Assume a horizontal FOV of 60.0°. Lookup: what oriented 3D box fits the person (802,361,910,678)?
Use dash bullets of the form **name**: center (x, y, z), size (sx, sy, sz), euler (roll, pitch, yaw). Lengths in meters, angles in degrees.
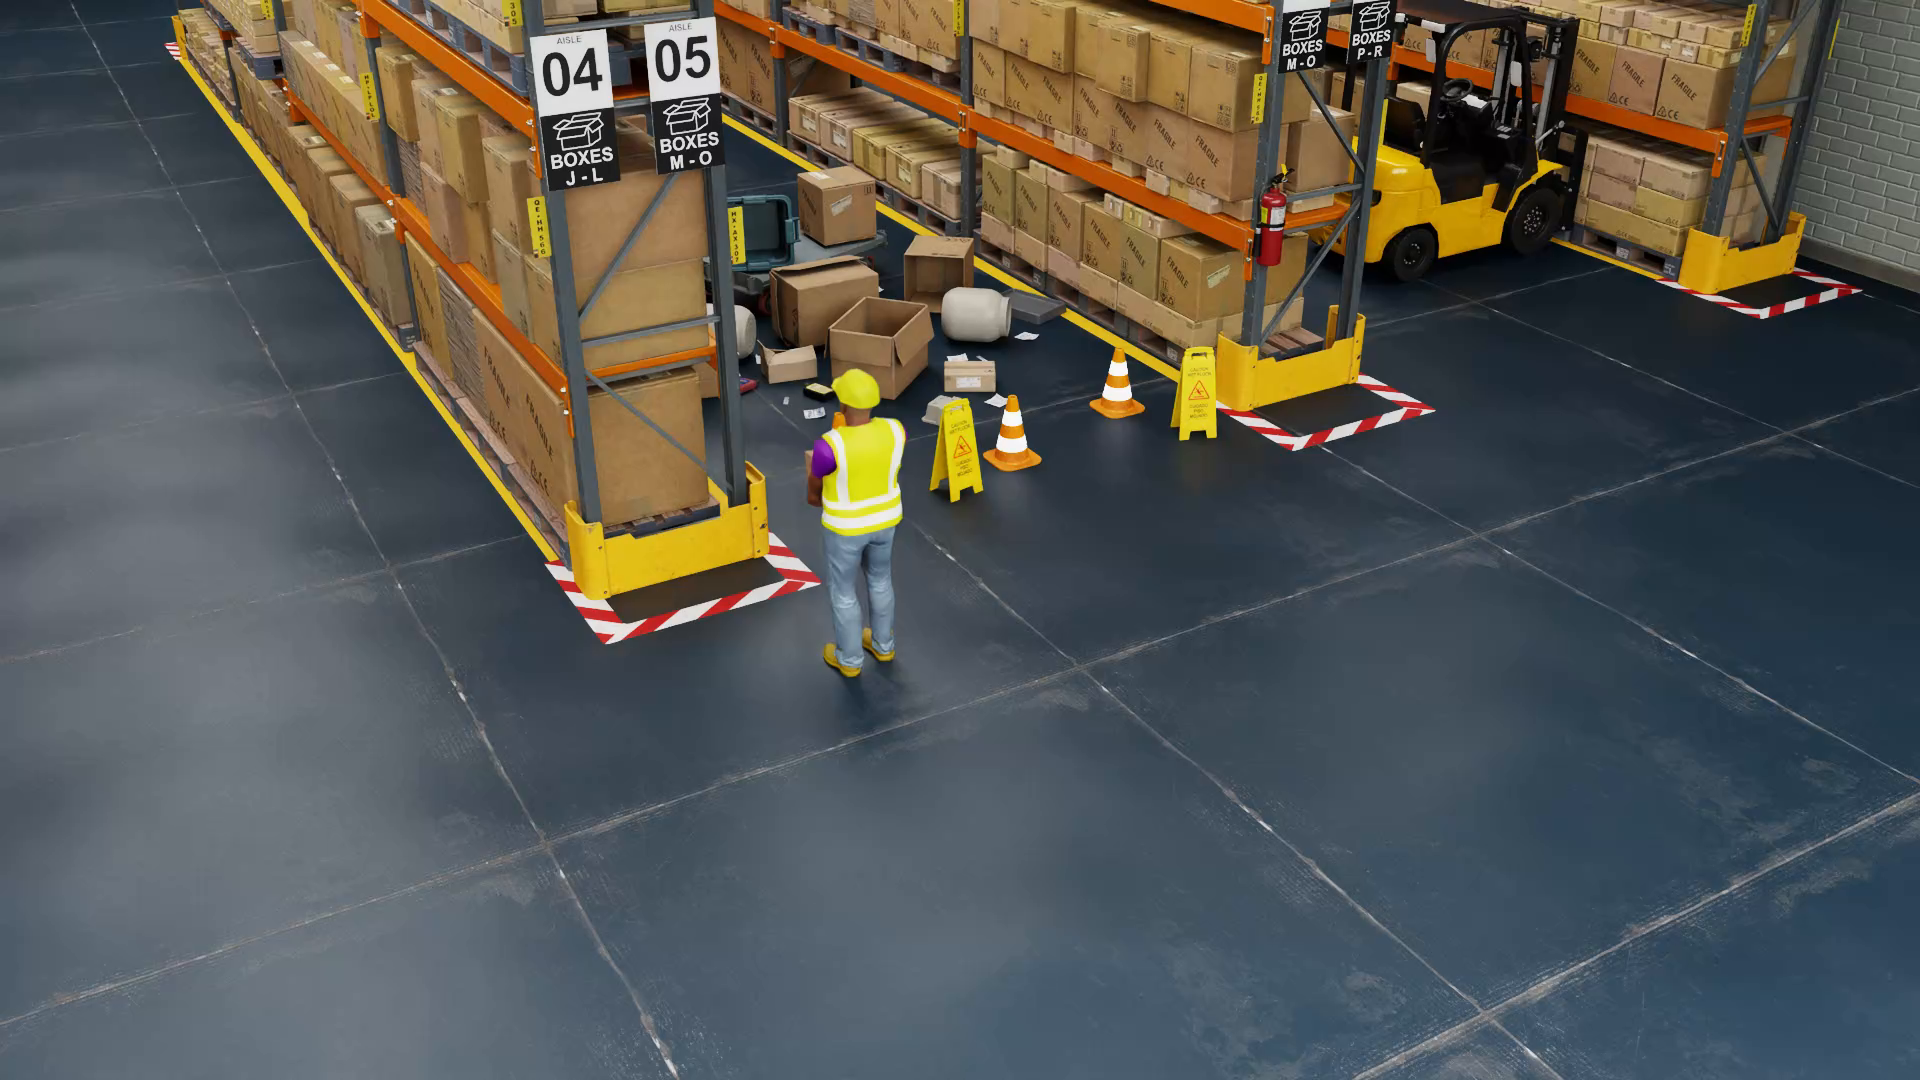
- **person**: center (-0.550, -0.103, 8.733), size (0.632, 1.759, 0.462), euler (-18, 34, -29)
